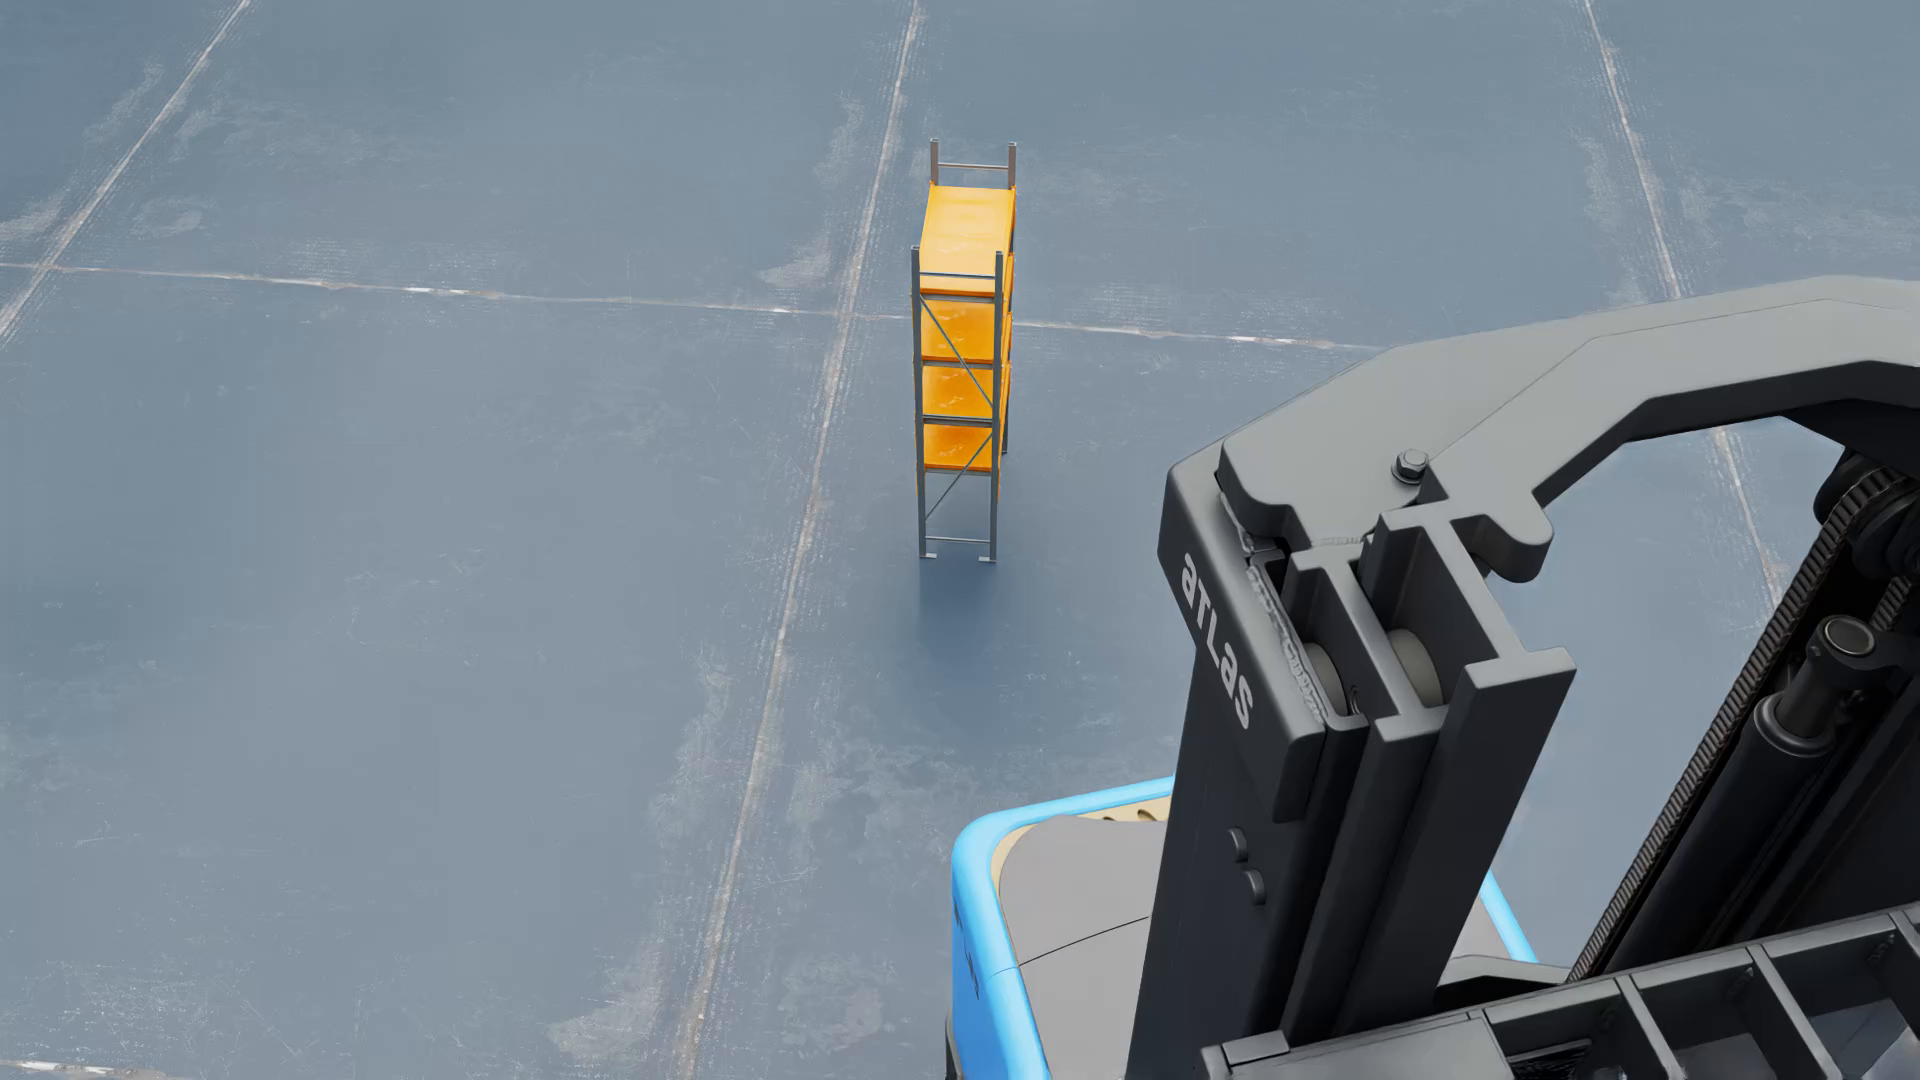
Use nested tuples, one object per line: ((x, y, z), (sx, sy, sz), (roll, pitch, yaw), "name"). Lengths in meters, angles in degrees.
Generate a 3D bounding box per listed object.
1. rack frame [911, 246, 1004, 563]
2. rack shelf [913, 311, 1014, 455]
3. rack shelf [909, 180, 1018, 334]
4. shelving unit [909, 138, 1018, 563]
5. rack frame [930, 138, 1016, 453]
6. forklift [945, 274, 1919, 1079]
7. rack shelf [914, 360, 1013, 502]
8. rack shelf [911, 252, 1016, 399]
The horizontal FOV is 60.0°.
((-0.007, -0.347, 4.755), (0.240, 1.200, 0.015), (4, 48, 4), "rack frame")
((0.015, -0.481, 4.968), (0.258, 0.148, 0.480), (4, 48, 4), "rack shelf")
((0.015, -0.792, 4.629), (0.258, 0.148, 0.480), (4, 48, 4), "rack shelf")
((0.015, -0.527, 4.919), (0.258, 1.200, 0.503), (4, 48, 4), "shelving unit")
((0.037, -0.706, 5.083), (0.240, 1.200, 0.015), (4, 48, 4), "rack frame")
((0.810, 1.268, 2.104), (1.130, 2.935, 3.031), (-10, 48, -9), "forklift")
((0.015, -0.347, 5.115), (0.258, 0.148, 0.480), (4, 48, 4), "rack shelf")
((0.015, -0.632, 4.803), (0.258, 0.148, 0.480), (4, 48, 4), "rack shelf")
